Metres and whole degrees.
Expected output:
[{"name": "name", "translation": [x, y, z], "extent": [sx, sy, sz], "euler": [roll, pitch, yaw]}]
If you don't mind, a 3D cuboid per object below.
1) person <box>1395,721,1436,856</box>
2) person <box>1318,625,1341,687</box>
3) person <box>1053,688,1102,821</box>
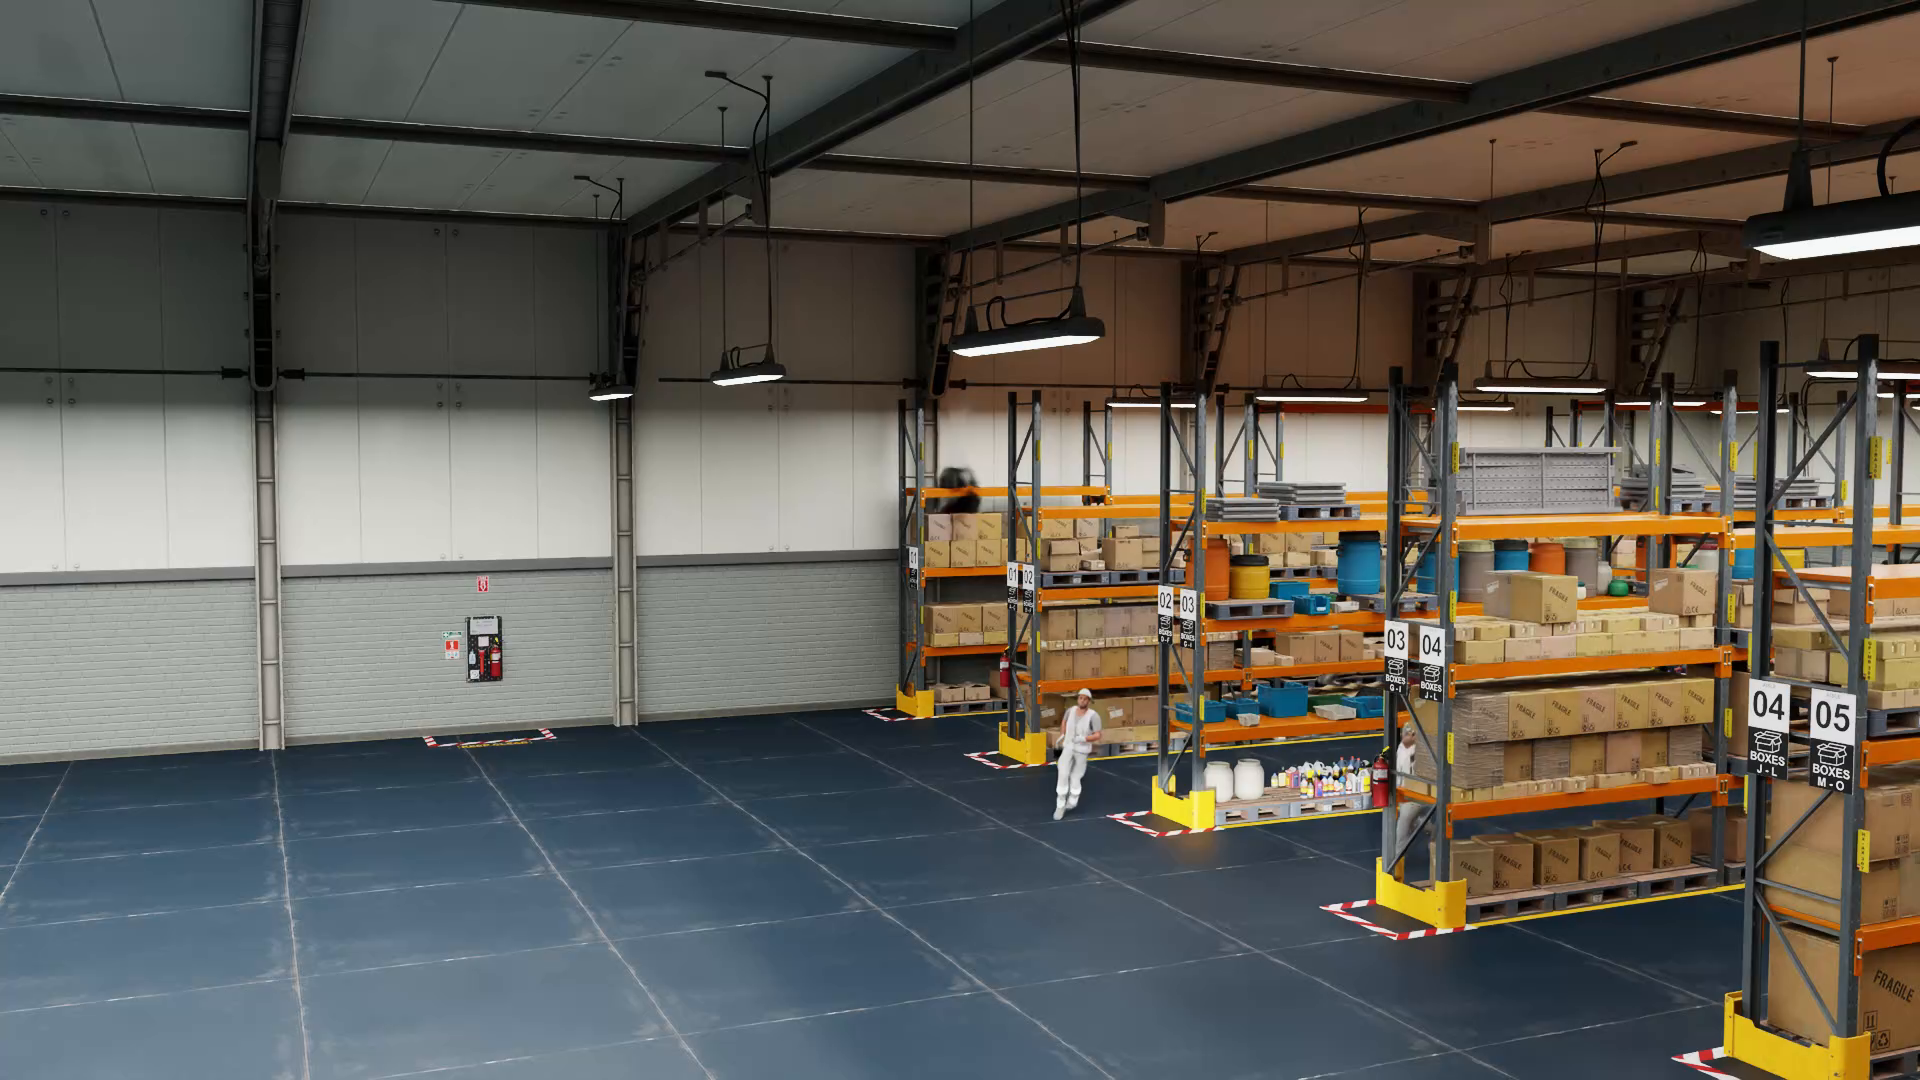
[{"name": "person", "translation": [5.594, 3.095, 20.429], "extent": [0.972, 1.778, 0.686], "euler": [-2, 4, -25]}, {"name": "person", "translation": [7.353, 2.451, 32.727], "extent": [0.575, 1.631, 0.614], "euler": [-2, 4, -31]}, {"name": "person", "translation": [1.616, 2.926, 22.911], "extent": [0.688, 1.769, 0.781], "euler": [1, 4, 18]}]
